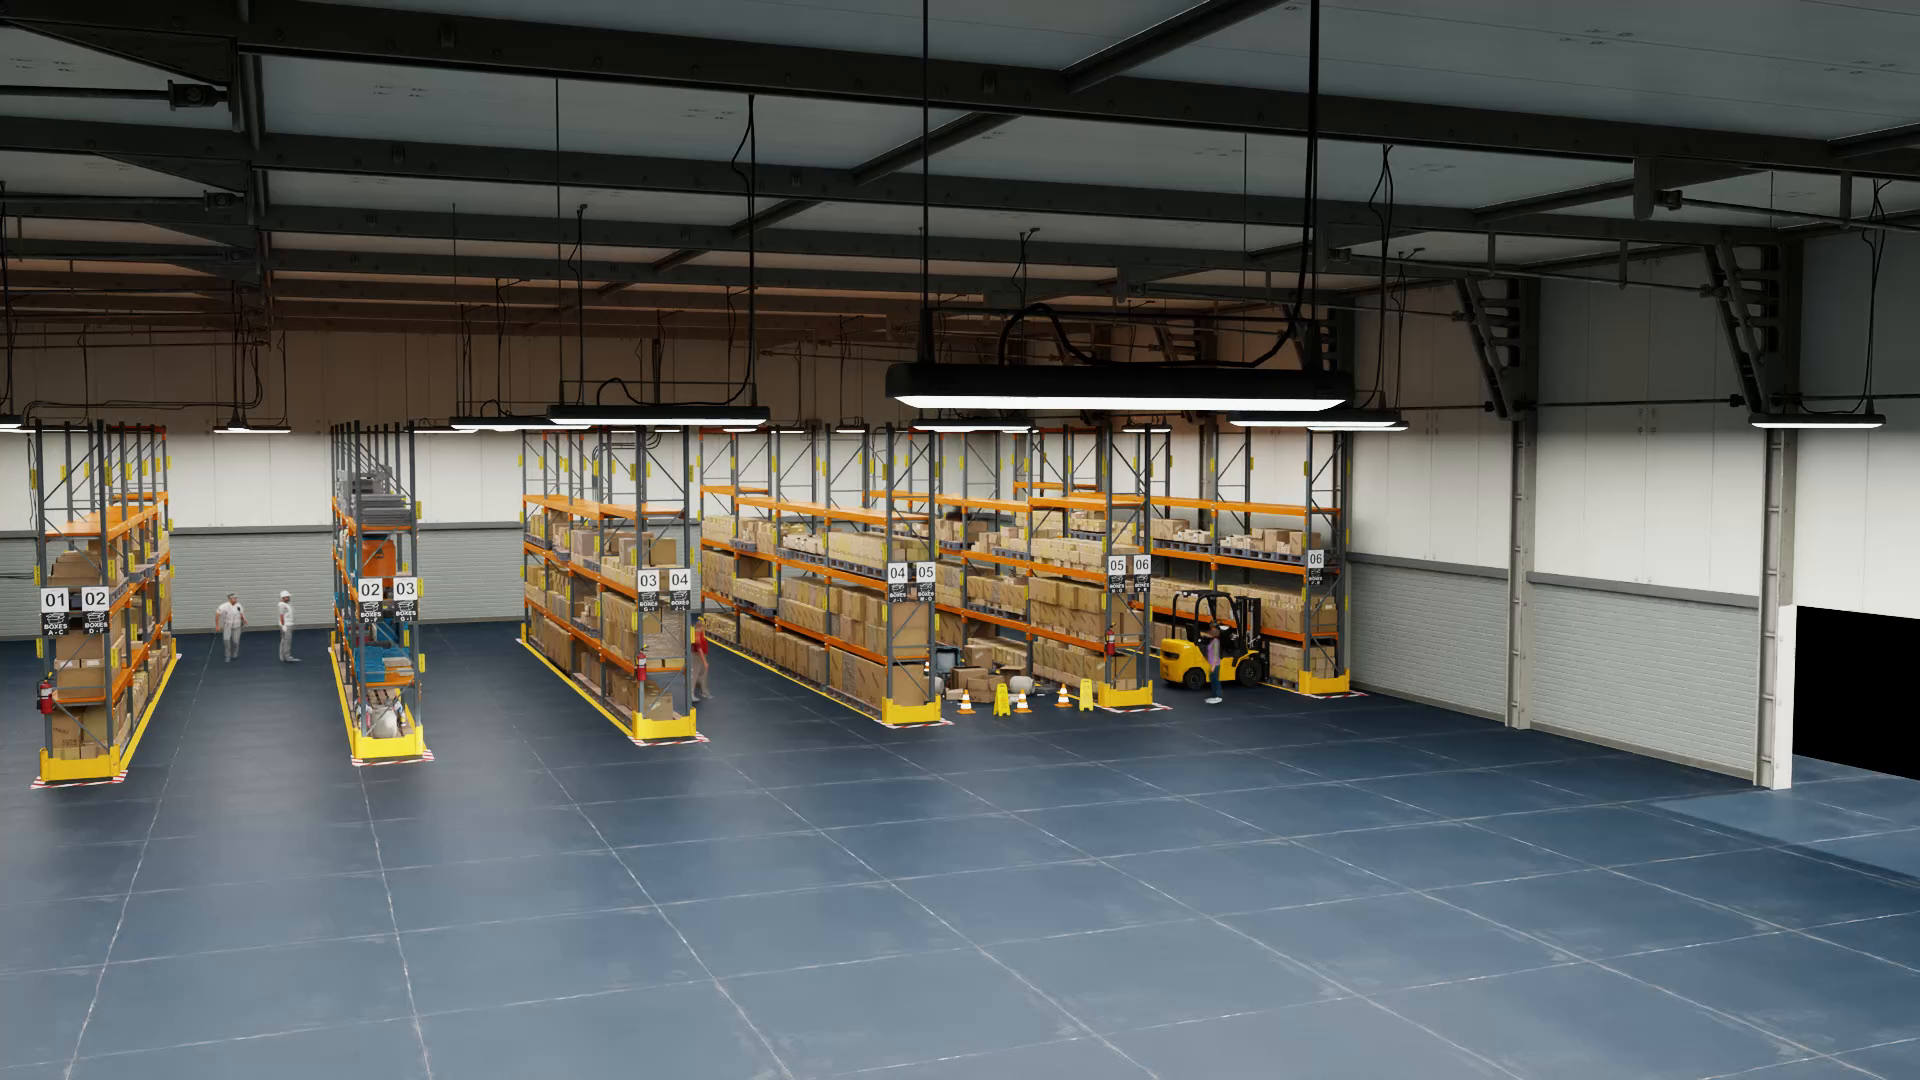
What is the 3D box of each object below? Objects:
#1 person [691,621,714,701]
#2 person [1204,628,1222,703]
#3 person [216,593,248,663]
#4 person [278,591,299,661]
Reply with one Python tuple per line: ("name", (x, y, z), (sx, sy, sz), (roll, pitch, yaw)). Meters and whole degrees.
("person", (-5.653, 2.623, 36.110), (0.562, 1.759, 0.704), (0, 4, -2))
("person", (5.450, 2.694, 35.670), (0.373, 1.614, 0.453), (-1, 4, -16))
("person", (-18.612, 2.220, 42.524), (0.771, 1.762, 0.976), (-1, 4, -21))
("person", (-17.103, 2.185, 42.339), (0.455, 1.794, 0.580), (-1, 4, -22))
